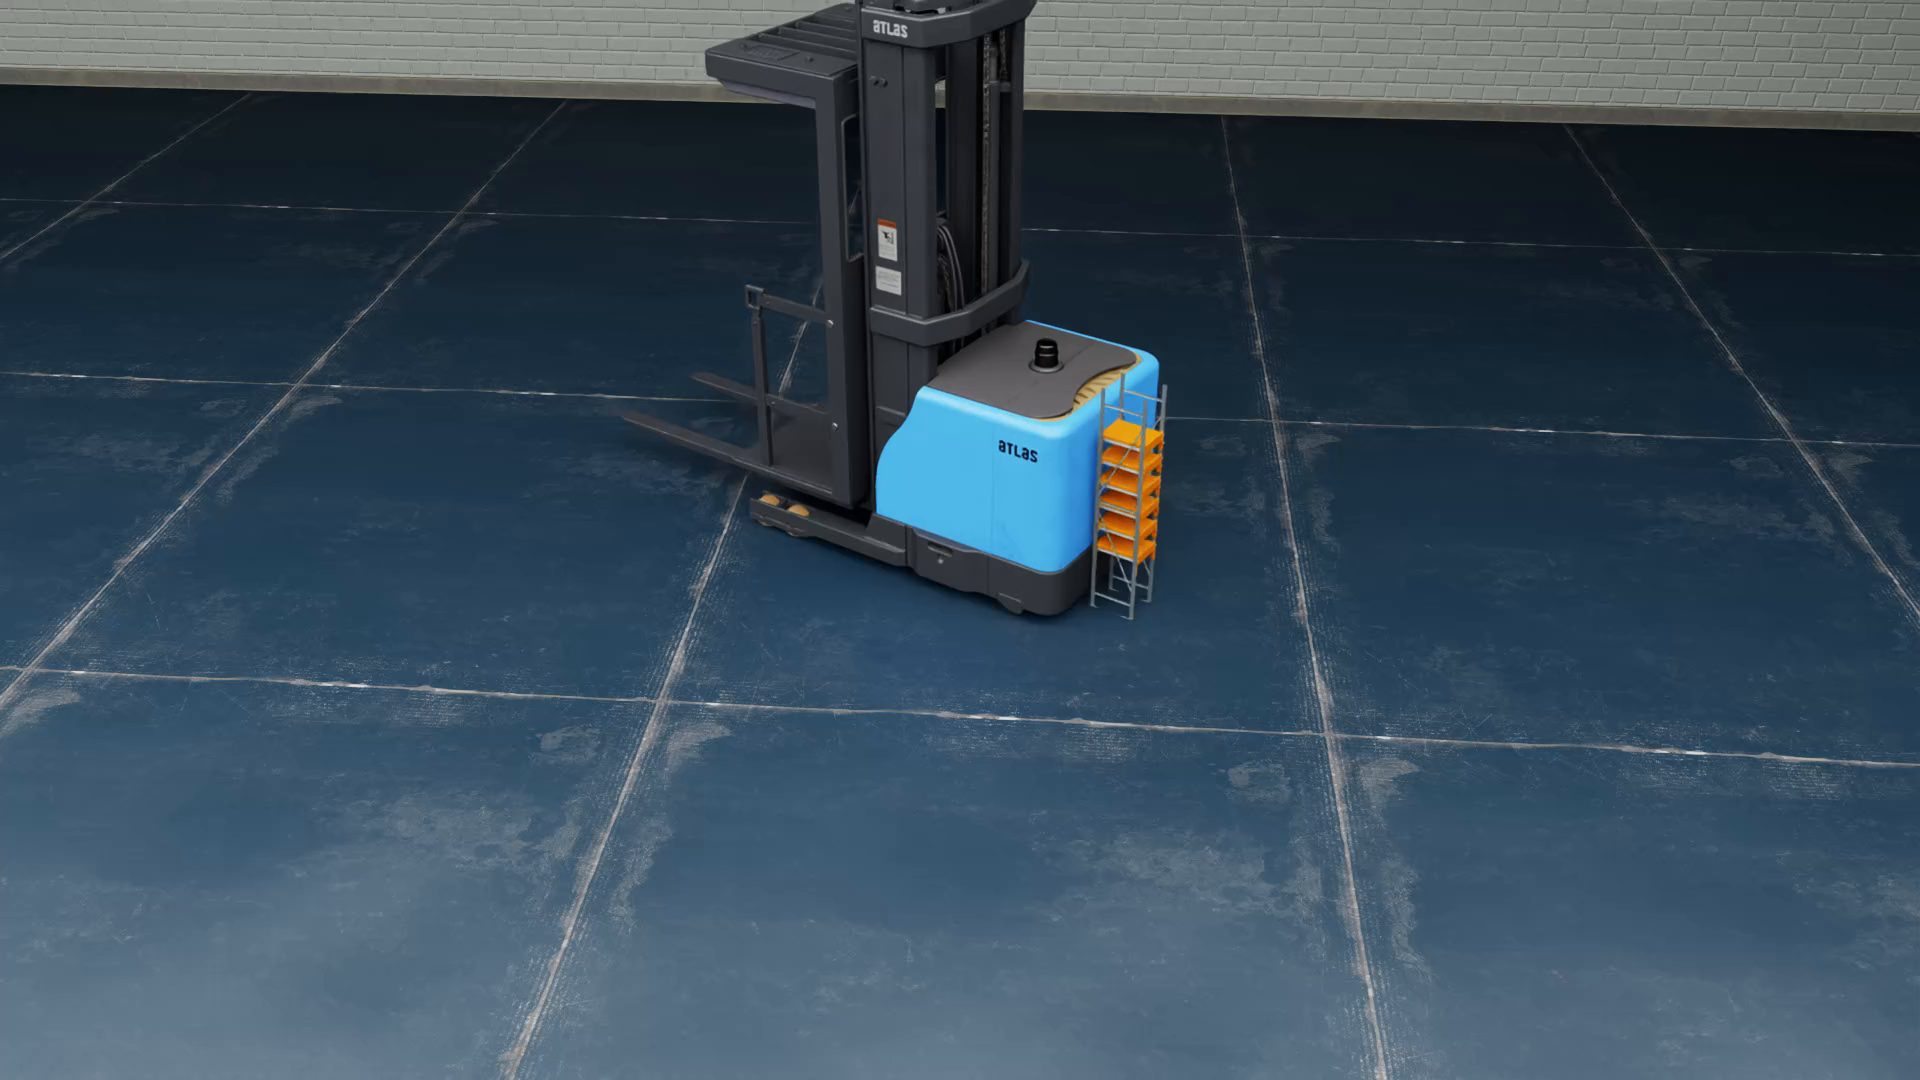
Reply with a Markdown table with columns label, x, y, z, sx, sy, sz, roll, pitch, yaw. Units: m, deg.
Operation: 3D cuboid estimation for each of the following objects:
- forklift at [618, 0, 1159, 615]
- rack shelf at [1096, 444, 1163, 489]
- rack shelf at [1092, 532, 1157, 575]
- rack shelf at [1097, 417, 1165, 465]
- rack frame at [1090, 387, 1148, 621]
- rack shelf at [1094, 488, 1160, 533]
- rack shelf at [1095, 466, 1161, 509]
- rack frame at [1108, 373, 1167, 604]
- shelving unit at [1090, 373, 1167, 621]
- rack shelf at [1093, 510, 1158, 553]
| label | x | y | z | sx | sy | sz | roll | pitch | yaw |
| --- | --- | --- | --- | --- | --- | --- | --- | --- | --- |
| forklift | -0.510 | -1.473 | 8.346 | 3.031 | 2.935 | 1.130 | 19 | 37 | 28 |
| rack shelf | 0.796 | -0.358 | 7.814 | 0.258 | 0.103 | 0.180 | 20 | 37 | 28 |
| rack shelf | 0.795 | 0.051 | 8.066 | 0.258 | 0.103 | 0.180 | 20 | 37 | 28 |
| rack shelf | 0.796 | -0.460 | 7.751 | 0.258 | 0.103 | 0.180 | 20 | 37 | 28 |
| rack frame | 0.745 | -0.152 | 7.852 | 0.240 | 1.200 | 0.006 | 20 | 37 | 28 |
| rack shelf | 0.796 | -0.154 | 7.940 | 0.258 | 0.103 | 0.180 | 20 | 37 | 28 |
| rack shelf | 0.796 | -0.256 | 7.877 | 0.258 | 0.103 | 0.180 | 20 | 37 | 28 |
| rack frame | 0.847 | -0.231 | 7.981 | 0.240 | 1.200 | 0.006 | 20 | 37 | 28 |
| shelving unit | 0.796 | -0.191 | 7.917 | 0.258 | 1.200 | 0.189 | 20 | 37 | 28 |
| rack shelf | 0.795 | -0.052 | 8.003 | 0.258 | 0.103 | 0.180 | 20 | 37 | 28 |
